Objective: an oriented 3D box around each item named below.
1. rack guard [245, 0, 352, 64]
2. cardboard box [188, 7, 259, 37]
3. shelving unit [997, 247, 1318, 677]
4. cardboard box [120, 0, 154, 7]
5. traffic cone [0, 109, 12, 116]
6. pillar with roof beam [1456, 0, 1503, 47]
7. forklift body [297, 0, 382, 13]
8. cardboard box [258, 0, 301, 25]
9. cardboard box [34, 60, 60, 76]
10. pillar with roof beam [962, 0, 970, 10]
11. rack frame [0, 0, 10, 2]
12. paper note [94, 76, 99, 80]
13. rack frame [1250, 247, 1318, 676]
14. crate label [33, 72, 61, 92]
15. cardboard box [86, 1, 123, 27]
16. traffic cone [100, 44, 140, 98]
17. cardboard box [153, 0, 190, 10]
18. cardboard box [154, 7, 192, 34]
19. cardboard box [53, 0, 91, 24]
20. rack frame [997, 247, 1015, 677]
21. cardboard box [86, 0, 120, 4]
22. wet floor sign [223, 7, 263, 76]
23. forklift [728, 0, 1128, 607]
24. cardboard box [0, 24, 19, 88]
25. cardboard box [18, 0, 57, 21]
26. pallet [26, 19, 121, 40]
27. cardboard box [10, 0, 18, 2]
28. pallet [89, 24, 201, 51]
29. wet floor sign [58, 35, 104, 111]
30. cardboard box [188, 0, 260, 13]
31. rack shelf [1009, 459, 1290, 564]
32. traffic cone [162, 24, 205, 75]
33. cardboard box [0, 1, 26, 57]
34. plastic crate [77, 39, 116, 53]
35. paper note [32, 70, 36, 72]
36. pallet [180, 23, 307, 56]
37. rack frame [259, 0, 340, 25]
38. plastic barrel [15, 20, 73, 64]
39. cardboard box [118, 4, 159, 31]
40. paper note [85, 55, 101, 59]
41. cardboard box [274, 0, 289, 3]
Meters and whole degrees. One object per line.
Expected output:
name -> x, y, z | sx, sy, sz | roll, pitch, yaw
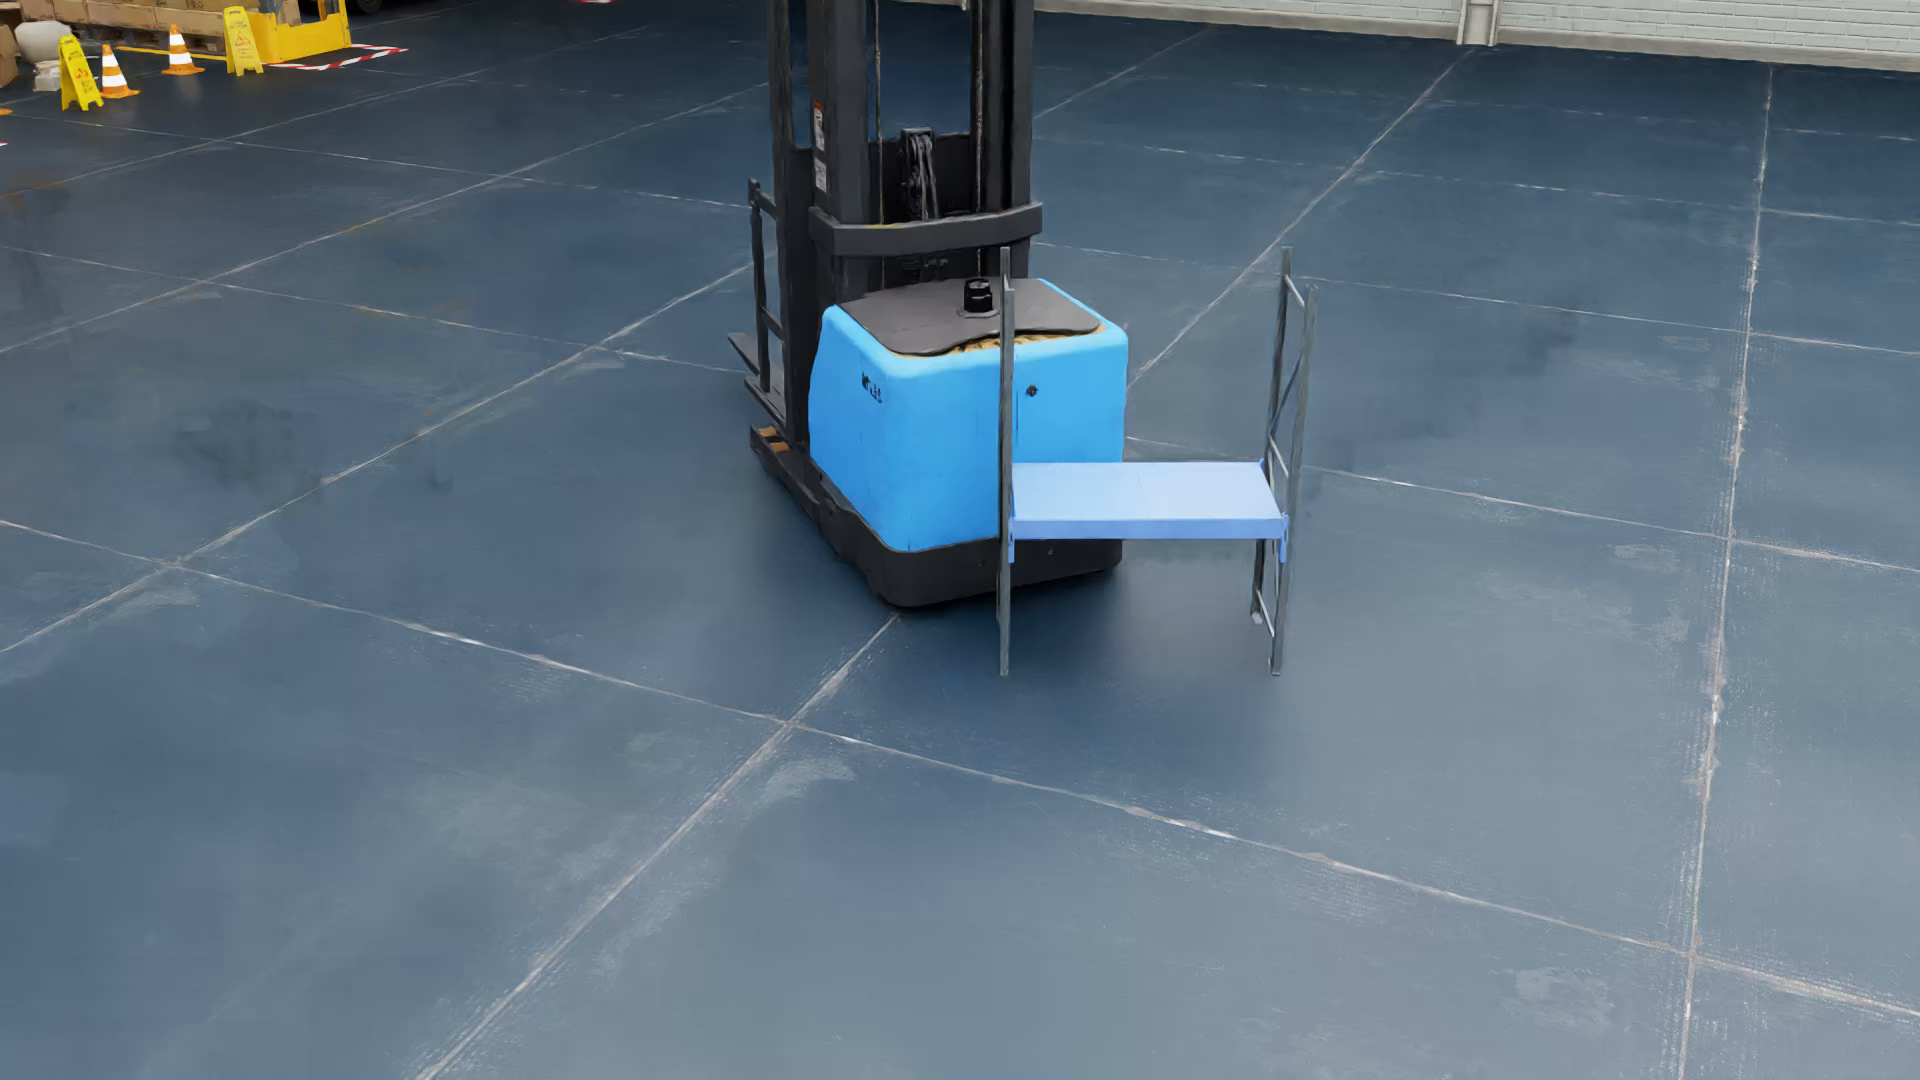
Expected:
rack guard -> -7.057, -5.451, 17.755 | 0.348, 0.500, 1.175 | 11, 28, 22
cardboard box -> -7.857, -5.557, 17.779 | 0.500, 0.250, 0.500 | 11, 28, 22
shelving unit -> 0.673, -0.274, 6.110 | 1.048, 1.500, 0.538 | 0, 26, 0
cardboard box -> -8.758, -6.080, 17.992 | 0.500, 0.500, 0.500 | 11, 28, 21
traffic cone -> -8.841, -4.079, 15.012 | 0.334, 0.463, 0.336 | 11, 28, 22
pillar with roof beam -> 3.944, -7.811, 12.927 | 0.400, 9.000, 9.100 | 11, 28, 22
forklift body -> -7.418, -7.787, 20.632 | 1.214, 2.155, 2.313 | 11, 28, 22
cardboard box -> -7.608, -5.772, 18.215 | 0.500, 0.250, 0.500 | 11, 28, 21
cardboard box -> -9.017, -4.707, 16.641 | 0.380, 0.149, 0.250 | -18, 31, -31
pillar with roof beam -> -1.518, -8.908, 15.155 | 0.400, 9.000, 9.100 | 11, 28, 22
rack frame -> -10.629, -7.290, 18.660 | 0.127, 3.000, 1.000 | 11, 28, 22
paper note -> -8.673, -4.599, 16.556 | 0.142, 0.019, 0.148 | 2, 26, 4
rack frame -> 1.182, -0.276, 6.113 | 0.032, 1.500, 0.500 | 0, 26, 0
crate label -> -8.805, -4.444, 16.122 | 0.298, 0.136, 0.250 | -2, 26, -5
cardboard box -> -9.229, -5.839, 18.351 | 0.500, 0.250, 0.500 | 11, 28, 21
traffic cone -> -8.063, -4.472, 15.808 | 0.334, 0.463, 0.336 | 11, 28, 22
cardboard box -> -8.302, -5.985, 17.799 | 0.500, 0.500, 0.500 | 12, 29, 24
cardboard box -> -8.304, -5.651, 17.969 | 0.500, 0.250, 0.500 | 11, 28, 22
cardboard box -> -9.713, -5.935, 18.546 | 0.500, 0.250, 0.500 | 13, 29, 25
rack frame -> 0.165, -0.273, 6.106 | 0.032, 1.500, 0.500 | 0, 26, 0
cardboard box -> -9.241, -6.176, 18.186 | 0.500, 0.500, 0.500 | 13, 29, 24
wet floor sign -> -7.258, -5.037, 16.750 | 0.232, 0.644, 0.267 | 23, 35, 39
forklift -> -0.361, -1.678, 7.339 | 1.130, 2.935, 3.031 | -11, 28, -20
cardboard box -> -9.635, -4.741, 16.311 | 0.637, 0.503, 0.797 | -7, 27, -14
cardboard box -> -10.204, -6.028, 18.735 | 0.500, 0.250, 0.500 | 10, 28, 19
pallet -> -10.003, -5.930, 19.055 | 1.213, 0.211, 1.003 | 11, 28, 22
cardboard box -> -11.108, -6.394, 19.341 | 0.625, 0.372, 0.950 | 12, 29, 22
pallet -> -8.889, -5.708, 18.604 | 1.213, 0.211, 1.003 | 11, 28, 22
wet floor sign -> -8.099, -4.284, 15.221 | 0.232, 0.644, 0.267 | 6, 27, 13
cardboard box -> -7.825, -5.891, 17.608 | 0.500, 0.500, 0.500 | 12, 28, 22
rack shelf -> 0.673, -0.113, 6.189 | 1.000, 0.185, 0.538 | 0, 26, 0
traffic cone -> -7.913, -4.980, 16.841 | 0.334, 0.463, 0.336 | 11, 28, 22
cardboard box -> -10.217, -5.426, 17.702 | 0.500, 0.500, 0.500 | -12, 29, -23
plastic crate -> -9.540, -5.363, 18.052 | 0.583, 0.080, 0.402 | 2, 26, 4
paper note -> -9.384, -4.809, 16.996 | 0.142, 0.019, 0.148 | 23, 35, 39
pallet -> -7.782, -5.484, 18.149 | 1.213, 0.211, 1.003 | 11, 28, 22
rack frame -> -6.988, -6.558, 17.175 | 0.127, 3.000, 1.000 | 11, 28, 22
plastic barrel -> -9.495, -5.171, 17.274 | 0.512, 0.421, 0.421 | -12, 29, -23
cardboard box -> -8.782, -5.744, 18.158 | 0.500, 0.250, 0.500 | 10, 28, 20
paper note -> -9.197, -5.119, 17.613 | 0.148, 0.019, 0.142 | 2, 26, 4
cardboard box -> -7.630, -6.112, 18.057 | 0.500, 0.500, 0.500 | 10, 28, 20
